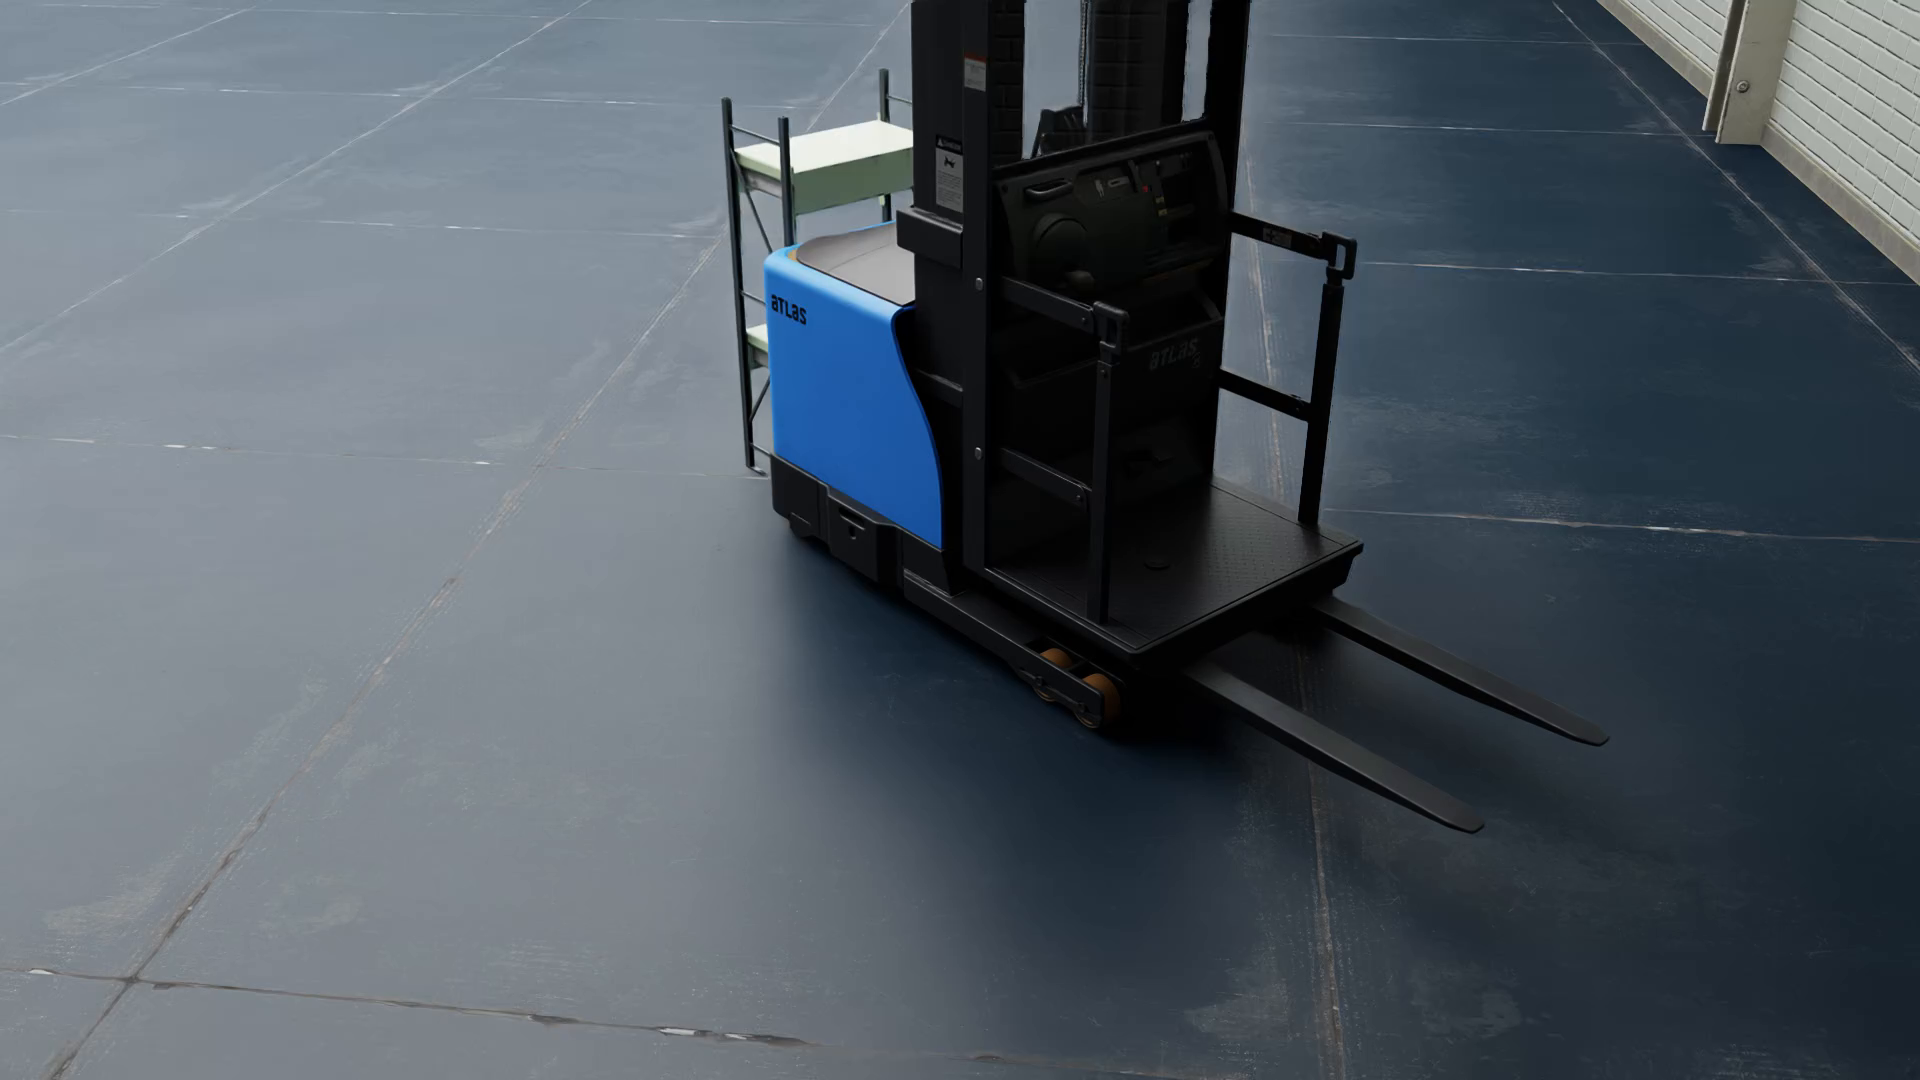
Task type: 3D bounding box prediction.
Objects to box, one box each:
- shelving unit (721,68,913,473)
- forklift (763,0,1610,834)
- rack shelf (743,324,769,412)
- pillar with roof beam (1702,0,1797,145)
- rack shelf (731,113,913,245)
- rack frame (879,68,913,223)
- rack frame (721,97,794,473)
[{"bbox_3d":[-0.461,-1.007,6.538,0.755,1.500,0.431,-22,35,-35],"label":"shelving unit"},{"bbox_3d":[0.621,-0.977,4.974,1.130,2.935,3.031,-22,35,-35],"label":"forklift"},{"bbox_3d":[-0.461,-0.720,6.692,0.720,0.370,0.431,-22,35,-35],"label":"rack shelf"},{"bbox_3d":[1.014,-6.972,9.703,9.100,9.000,0.400,3,28,6],"label":"pillar with roof beam"},{"bbox_3d":[-0.461,-1.350,6.353,0.720,0.370,0.431,-22,35,-35],"label":"rack shelf"},{"bbox_3d":[-0.182,-1.119,6.746,0.023,1.500,0.400,-22,35,-35],"label":"rack frame"},{"bbox_3d":[-0.741,-0.895,6.330,0.023,1.500,0.400,-22,35,-35],"label":"rack frame"}]
